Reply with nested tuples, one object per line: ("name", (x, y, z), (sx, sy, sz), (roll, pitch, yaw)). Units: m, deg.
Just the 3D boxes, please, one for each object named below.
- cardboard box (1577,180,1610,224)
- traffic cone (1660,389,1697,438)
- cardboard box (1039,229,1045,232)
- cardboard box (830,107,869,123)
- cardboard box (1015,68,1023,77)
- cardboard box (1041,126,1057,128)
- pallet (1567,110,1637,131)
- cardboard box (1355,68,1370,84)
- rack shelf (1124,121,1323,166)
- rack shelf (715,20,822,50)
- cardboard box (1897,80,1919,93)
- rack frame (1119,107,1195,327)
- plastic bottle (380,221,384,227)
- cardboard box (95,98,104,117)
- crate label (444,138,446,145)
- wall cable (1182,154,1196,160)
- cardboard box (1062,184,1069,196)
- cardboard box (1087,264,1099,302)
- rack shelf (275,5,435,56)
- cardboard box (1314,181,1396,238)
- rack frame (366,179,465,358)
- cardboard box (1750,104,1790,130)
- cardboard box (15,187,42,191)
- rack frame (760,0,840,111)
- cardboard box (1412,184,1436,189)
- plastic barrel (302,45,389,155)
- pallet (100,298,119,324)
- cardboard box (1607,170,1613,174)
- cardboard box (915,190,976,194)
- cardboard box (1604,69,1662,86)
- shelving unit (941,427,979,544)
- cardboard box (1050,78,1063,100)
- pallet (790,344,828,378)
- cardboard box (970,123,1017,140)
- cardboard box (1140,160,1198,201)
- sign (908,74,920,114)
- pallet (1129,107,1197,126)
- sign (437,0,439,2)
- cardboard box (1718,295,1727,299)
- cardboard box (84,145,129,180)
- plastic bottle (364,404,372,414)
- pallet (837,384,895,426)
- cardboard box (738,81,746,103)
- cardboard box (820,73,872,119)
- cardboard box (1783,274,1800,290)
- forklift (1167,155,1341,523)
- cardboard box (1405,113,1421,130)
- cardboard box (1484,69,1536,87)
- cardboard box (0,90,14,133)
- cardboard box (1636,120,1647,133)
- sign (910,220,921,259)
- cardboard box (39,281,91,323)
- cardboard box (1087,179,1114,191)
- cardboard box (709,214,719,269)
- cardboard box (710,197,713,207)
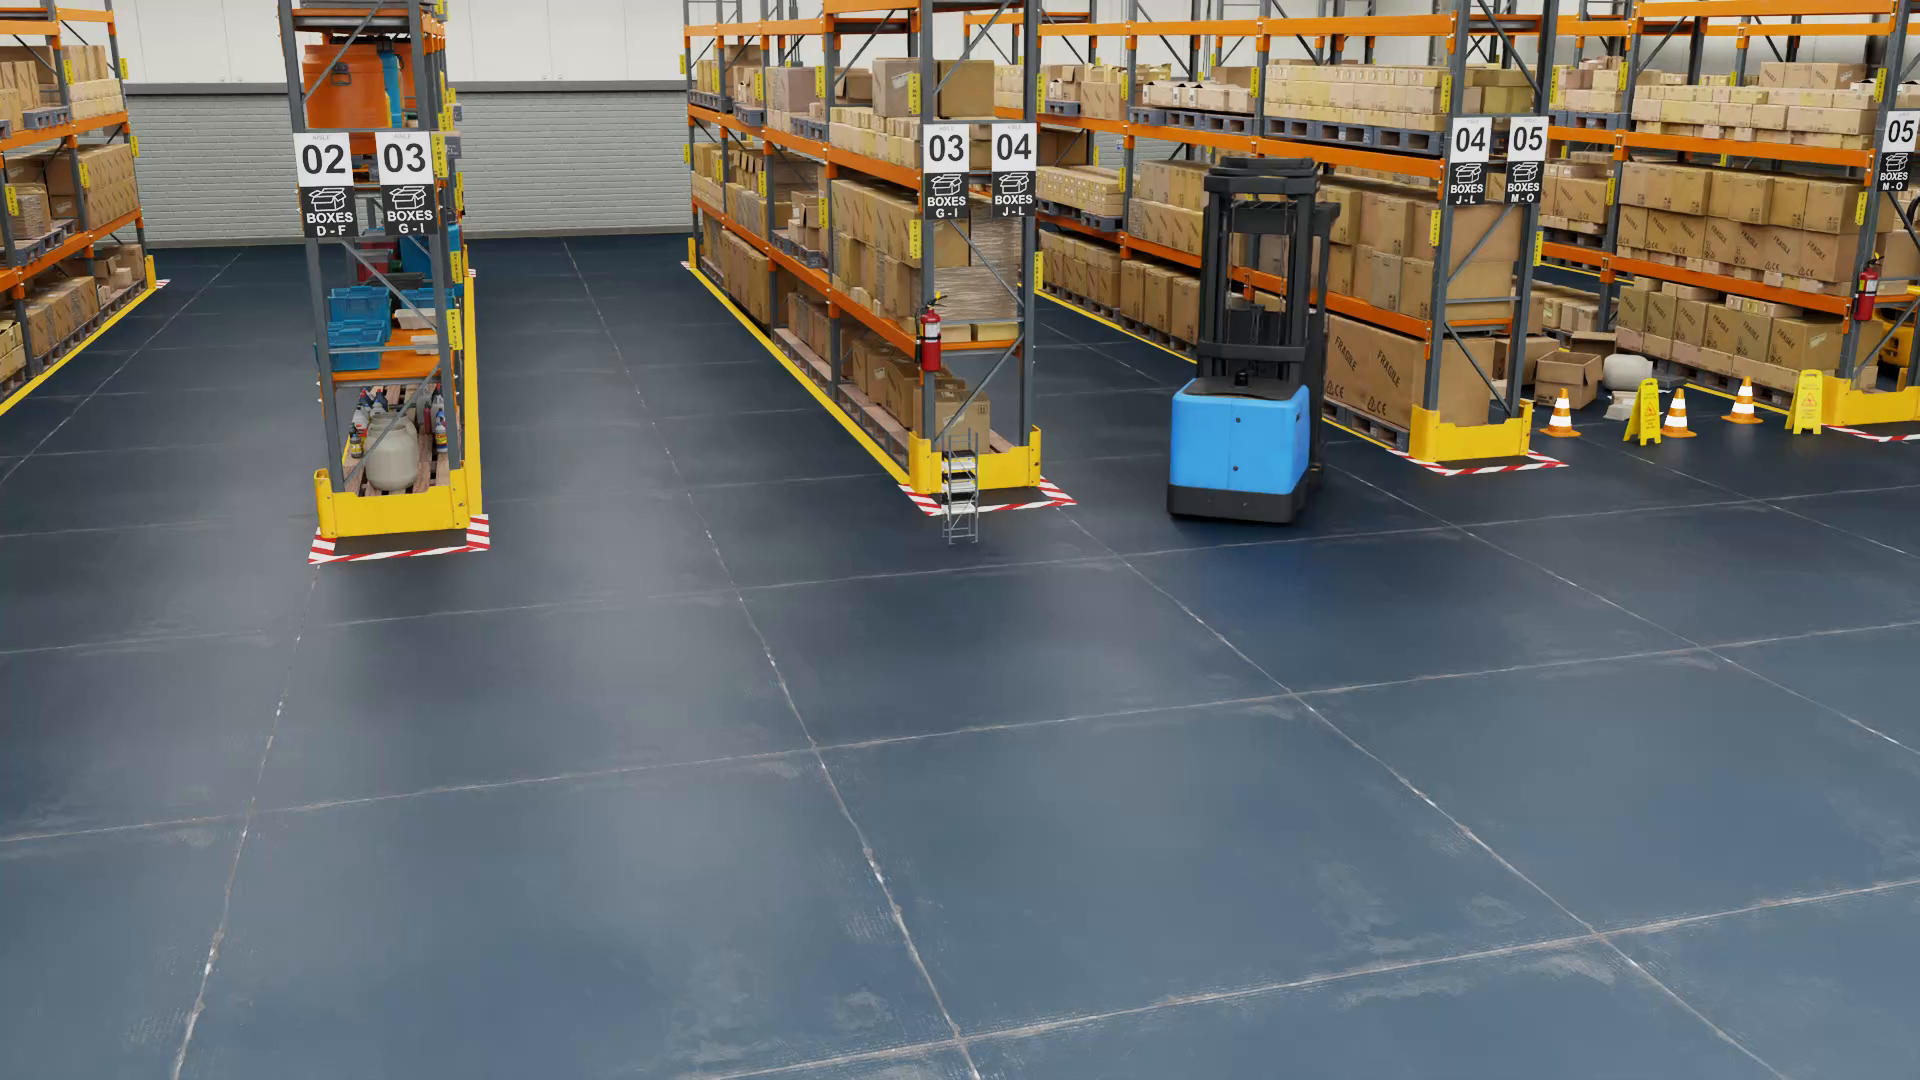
("cardboard box", (8.239, -4.304, 21.147), (0.500, 0.500, 0.500), (-5, 17, -16))
("traffic cone", (7.353, -1.317, 17.032), (0.336, 0.463, 0.334), (-5, 17, -15))
("cardboard box", (1.291, -5.415, 29.457), (0.380, 0.149, 0.250), (-4, 17, -13))
("cardboard box", (-1.149, -4.461, 17.443), (0.380, 0.149, 0.250), (-5, 17, -17))
("cardboard box", (1.117, -7.593, 27.002), (0.380, 0.149, 0.250), (-5, 17, -15))
("cardboard box", (1.361, -6.836, 28.567), (0.500, 0.500, 0.500), (-5, 18, -17))
("pallet", (8.519, -5.329, 21.091), (1.213, 0.211, 1.003), (-5, 17, -15))
("cardboard box", (4.186, -4.643, 16.627), (0.380, 0.149, 0.250), (-5, 17, -16))
("rack shelf", (3.305, -5.029, 21.017), (1.077, 0.370, 4.000), (-5, 17, -15))
("rack shelf", (-2.591, -7.016, 23.114), (1.077, 0.370, 4.000), (-5, 17, -15))
("cardboard box", (12.925, -6.021, 22.318), (0.500, 0.311, 0.500), (-5, 18, -17))
("rack frame", (2.755, -4.490, 23.187), (1.000, 3.000, 0.127), (-5, 17, -15))
("plastic bottle", (-7.639, -4.073, 22.000), (0.061, 0.283, 0.133), (-5, 17, -15))
("cardboard box", (-12.973, -6.384, 24.539), (0.500, 0.250, 0.500), (-5, 17, -15))
("crate label", (-4.802, -3.431, 14.704), (0.502, 0.251, 0.408), (-5, 17, -15))
("wall cable", (5.077, -9.282, 37.374), (0.588, 1.984, 0.122), (-5, 17, -15))
("cardboard box", (1.754, -5.242, 24.880), (0.380, 0.149, 0.250), (-5, 17, -16))
("cardboard box", (2.184, -3.800, 24.502), (0.500, 0.500, 0.500), (-4, 17, -13))
("rack shelf", (-5.155, -4.412, 14.444), (1.077, 0.370, 4.000), (-5, 17, -15))
("cardboard box", (4.202, -3.565, 17.968), (0.875, 0.550, 0.550), (-5, 17, -15))
("rack frame", (-6.804, -3.735, 20.671), (1.000, 3.000, 0.127), (-5, 17, -15))
("cardboard box", (9.002, -4.607, 18.103), (0.500, 0.250, 0.500), (-4, 17, -14))
("cardboard box", (-12.502, -4.366, 21.867), (0.700, 0.500, 0.500), (-2, 17, -6))
("rack frame", (-2.041, -6.999, 21.111), (1.000, 3.000, 0.127), (-5, 17, -15))
("cardboard box", (7.110, -5.191, 24.911), (0.500, 0.250, 0.500), (-5, 17, -15))
("plastic barrel", (-4.861, -3.489, 13.164), (0.600, 0.830, 0.708), (-5, 17, -15))
("pallet", (-12.854, -3.305, 24.088), (1.003, 0.211, 1.213), (-5, 17, -15))
("cardboard box", (11.172, -6.132, 28.154), (0.396, 0.266, 0.258), (-4, 17, -13))
("cardboard box", (-0.145, -3.171, 16.366), (0.500, 0.500, 0.500), (-5, 17, -15))
("cardboard box", (8.664, -5.939, 21.457), (0.500, 0.250, 0.500), (-5, 17, -16))
("shelving unit", (-0.002, -0.433, 13.330), (0.258, 0.900, 0.210), (-5, 17, -15))
("cardboard box", (1.696, -6.932, 25.525), (0.500, 0.311, 0.500), (-5, 17, -16))
("pallet", (-1.496, -2.238, 20.534), (1.003, 0.211, 1.213), (-5, 17, -15))
("cardboard box", (0.304, -3.563, 14.455), (0.380, 0.149, 0.250), (-5, 17, -16))
("cardboard box", (2.869, -4.892, 22.612), (0.700, 0.500, 0.500), (-5, 17, -16))
("sign", (-0.382, -3.736, 13.921), (0.100, 0.325, 0.005), (-5, 17, -15))
("pallet", (2.983, -5.663, 22.203), (1.213, 0.211, 1.003), (-4, 17, -13))
("sign", (-5.172, -5.442, 16.289), (0.100, 0.325, 0.005), (-5, 17, -15))
("cardboard box", (9.290, -2.623, 19.715), (0.500, 0.500, 0.500), (-4, 17, -12))
("cardboard box", (-13.240, -5.843, 25.777), (0.500, 0.500, 0.500), (-4, 17, -14))
("plastic bottle", (-5.753, -1.186, 16.165), (0.097, 0.271, 0.097), (0, 17, 0))
("pallet", (-0.724, -1.501, 18.083), (1.003, 0.211, 1.213), (-5, 17, -15))
("cardboard box", (-2.926, -6.517, 24.145), (0.500, 0.311, 0.500), (-5, 18, -17))
("cardboard box", (-1.236, -5.105, 19.110), (0.797, 0.503, 0.637), (-4, 17, -13))
("cardboard box", (9.151, -2.797, 17.986), (0.380, 0.149, 0.250), (-5, 17, -16))
("forklift", (2.716, -1.928, 14.775), (1.130, 2.935, 3.031), (6, 18, 19))
("cardboard box", (4.468, -3.978, 15.799), (0.380, 0.149, 0.250), (-5, 17, -15))
("cardboard box", (5.168, -4.342, 15.626), (0.380, 0.149, 0.250), (-5, 17, -15))
("cardboard box", (-11.860, -5.088, 19.787), (0.910, 0.500, 0.500), (-5, 17, -15))
("cardboard box", (8.435, -5.013, 20.149), (0.380, 0.149, 0.250), (-5, 17, -16))
("sign", (-0.382, -2.581, 14.268), (0.100, 0.325, 0.005), (-5, 17, -15))
("cardboard box", (-12.128, -3.213, 22.514), (0.500, 0.500, 0.500), (-5, 17, -15))
("cardboard box", (2.041, -5.097, 23.881), (0.380, 0.149, 0.250), (-4, 17, -14))
("cardboard box", (-3.737, -5.100, 28.180), (0.875, 0.875, 0.875), (-5, 17, -15))
("cardboard box", (-3.823, -5.455, 26.836), (0.380, 0.149, 0.250), (-4, 17, -14))
